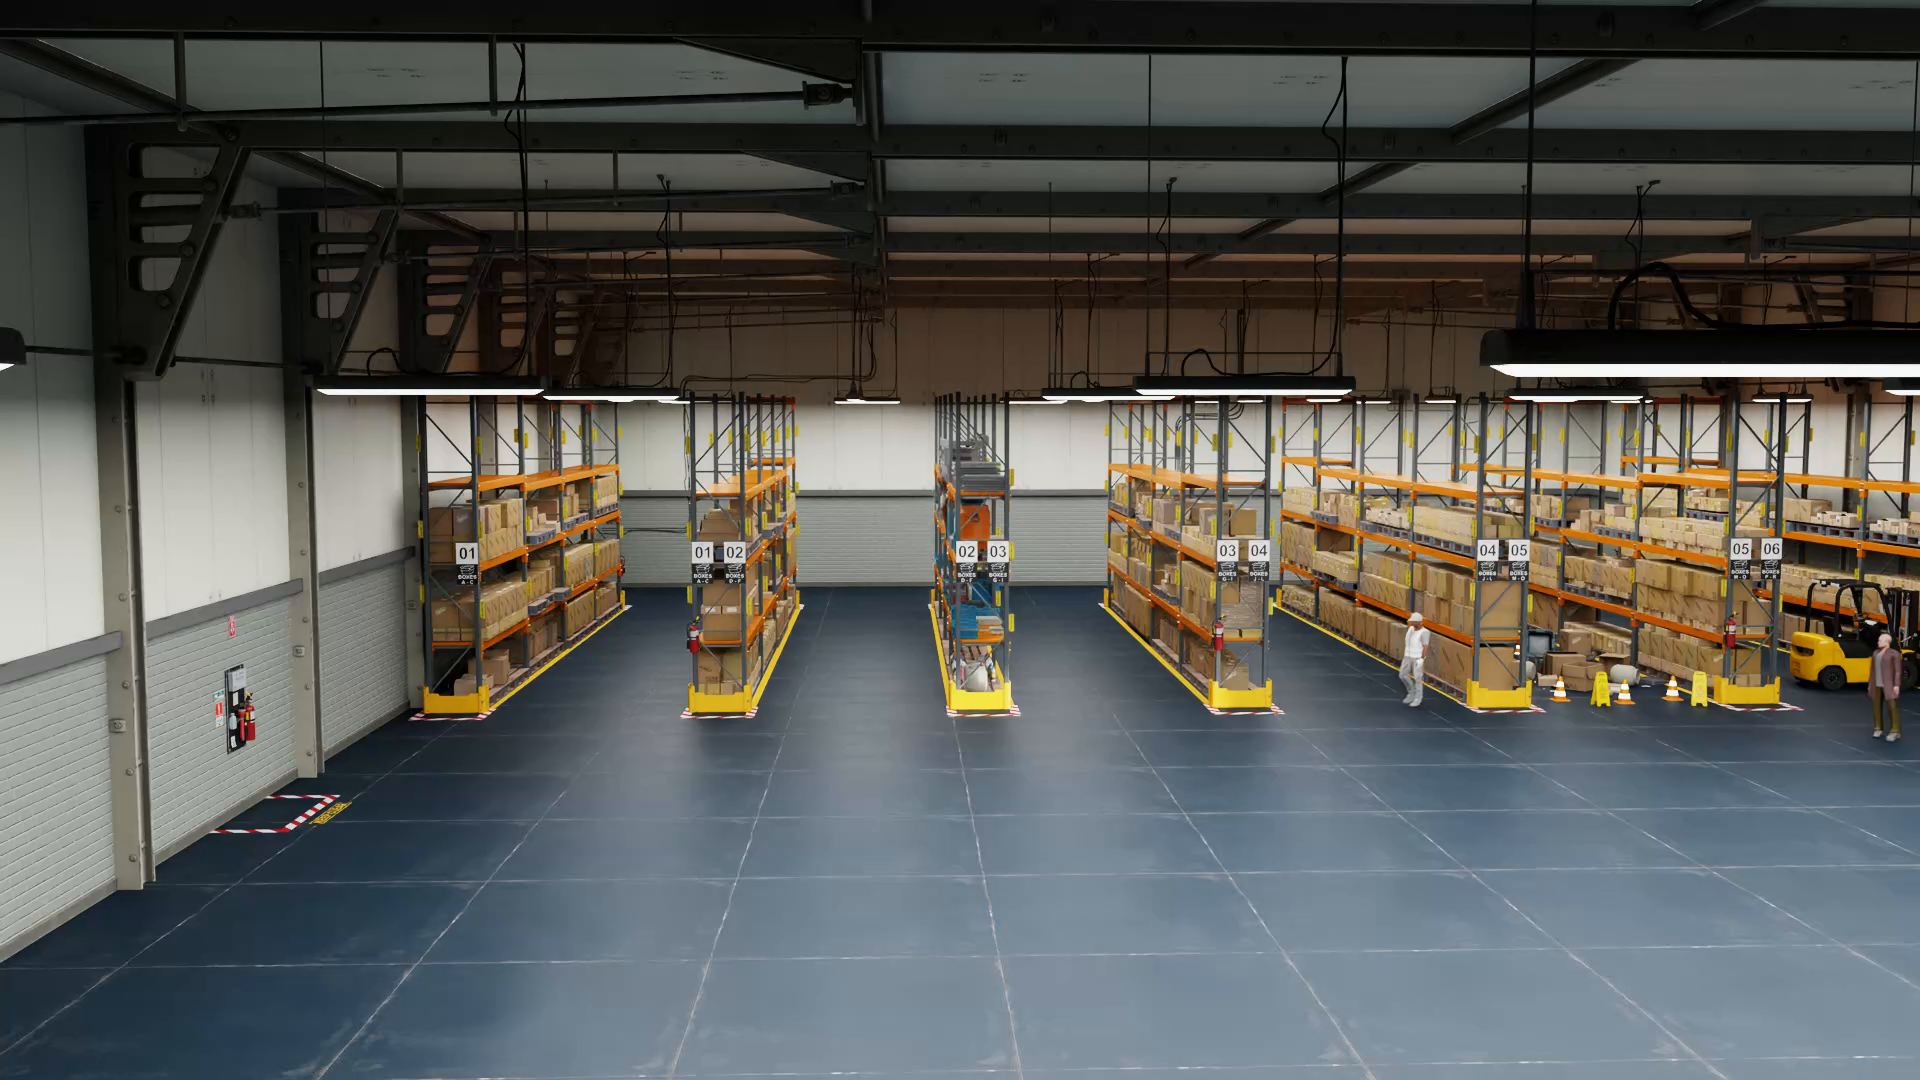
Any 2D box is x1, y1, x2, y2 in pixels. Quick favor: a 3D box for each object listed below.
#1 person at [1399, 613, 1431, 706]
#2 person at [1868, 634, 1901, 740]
[{"bbox_3d":[8.707,2.285,31.880,0.440,1.804,0.627,-3,5,-31],"label":"person"},{"bbox_3d":[15.969,2.529,28.760,0.471,1.787,0.607,-3,5,-33],"label":"person"}]
